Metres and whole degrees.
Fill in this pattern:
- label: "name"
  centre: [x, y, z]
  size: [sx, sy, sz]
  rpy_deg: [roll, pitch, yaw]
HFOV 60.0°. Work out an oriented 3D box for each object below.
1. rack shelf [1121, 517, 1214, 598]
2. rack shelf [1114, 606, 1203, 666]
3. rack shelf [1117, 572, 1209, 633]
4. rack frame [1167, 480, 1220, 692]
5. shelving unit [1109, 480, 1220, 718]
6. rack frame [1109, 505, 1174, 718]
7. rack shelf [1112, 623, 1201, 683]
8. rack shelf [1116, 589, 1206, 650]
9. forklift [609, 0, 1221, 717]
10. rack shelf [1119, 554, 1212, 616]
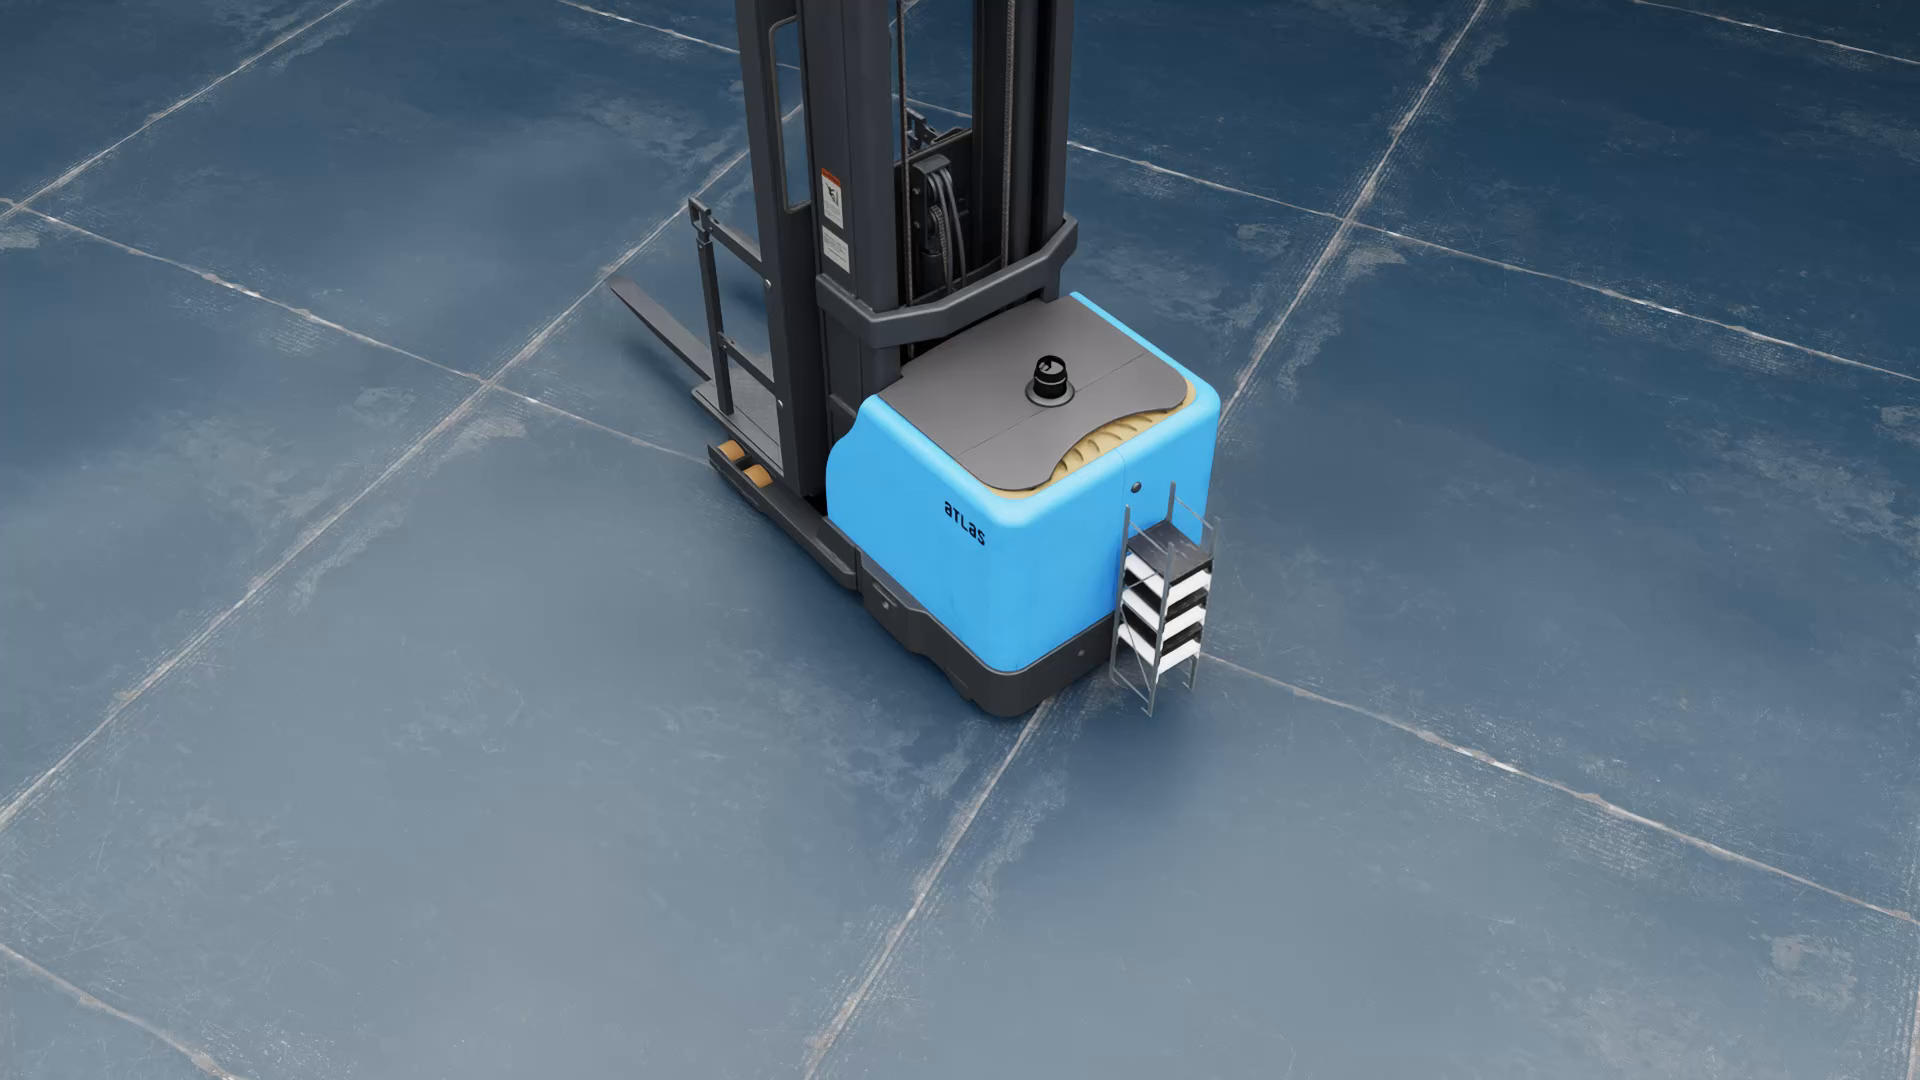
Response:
- label: "rack shelf"
  centre: [0.713, 0.057, 5.728]
  size: [0.200, 0.077, 0.258]
  rpy_deg: [-28, 51, -25]
- label: "rack shelf"
  centre: [0.713, 0.310, 5.984]
  size: [0.200, 0.077, 0.258]
  rpy_deg: [-28, 51, -25]
- label: "rack shelf"
  centre: [0.713, 0.183, 5.856]
  size: [0.200, 0.077, 0.258]
  rpy_deg: [-28, 51, -25]
- label: "rack frame"
  centre: [0.795, 0.180, 5.939]
  size: [0.006, 0.900, 0.240]
  rpy_deg: [-28, 51, -25]
- label: "shelving unit"
  centre: [0.713, 0.223, 5.897]
  size: [0.210, 0.900, 0.258]
  rpy_deg: [-28, 51, -25]
- label: "rack frame"
  centre: [0.631, 0.266, 5.854]
  size: [0.006, 0.900, 0.240]
  rpy_deg: [-28, 51, -25]
- label: "rack shelf"
  centre: [0.713, 0.373, 6.048]
  size: [0.200, 0.077, 0.258]
  rpy_deg: [-28, 51, -25]
- label: "rack shelf"
  centre: [0.713, 0.247, 5.920]
  size: [0.200, 0.077, 0.258]
  rpy_deg: [-28, 51, -25]
- label: "forklift"
  centre: [-0.397, -1.377, 6.051]
  size: [1.130, 2.935, 3.031]
  rpy_deg: [-30, 53, -26]
- label: "rack shelf"
  centre: [0.713, 0.120, 5.792]
  size: [0.200, 0.077, 0.258]
  rpy_deg: [-28, 51, -25]
